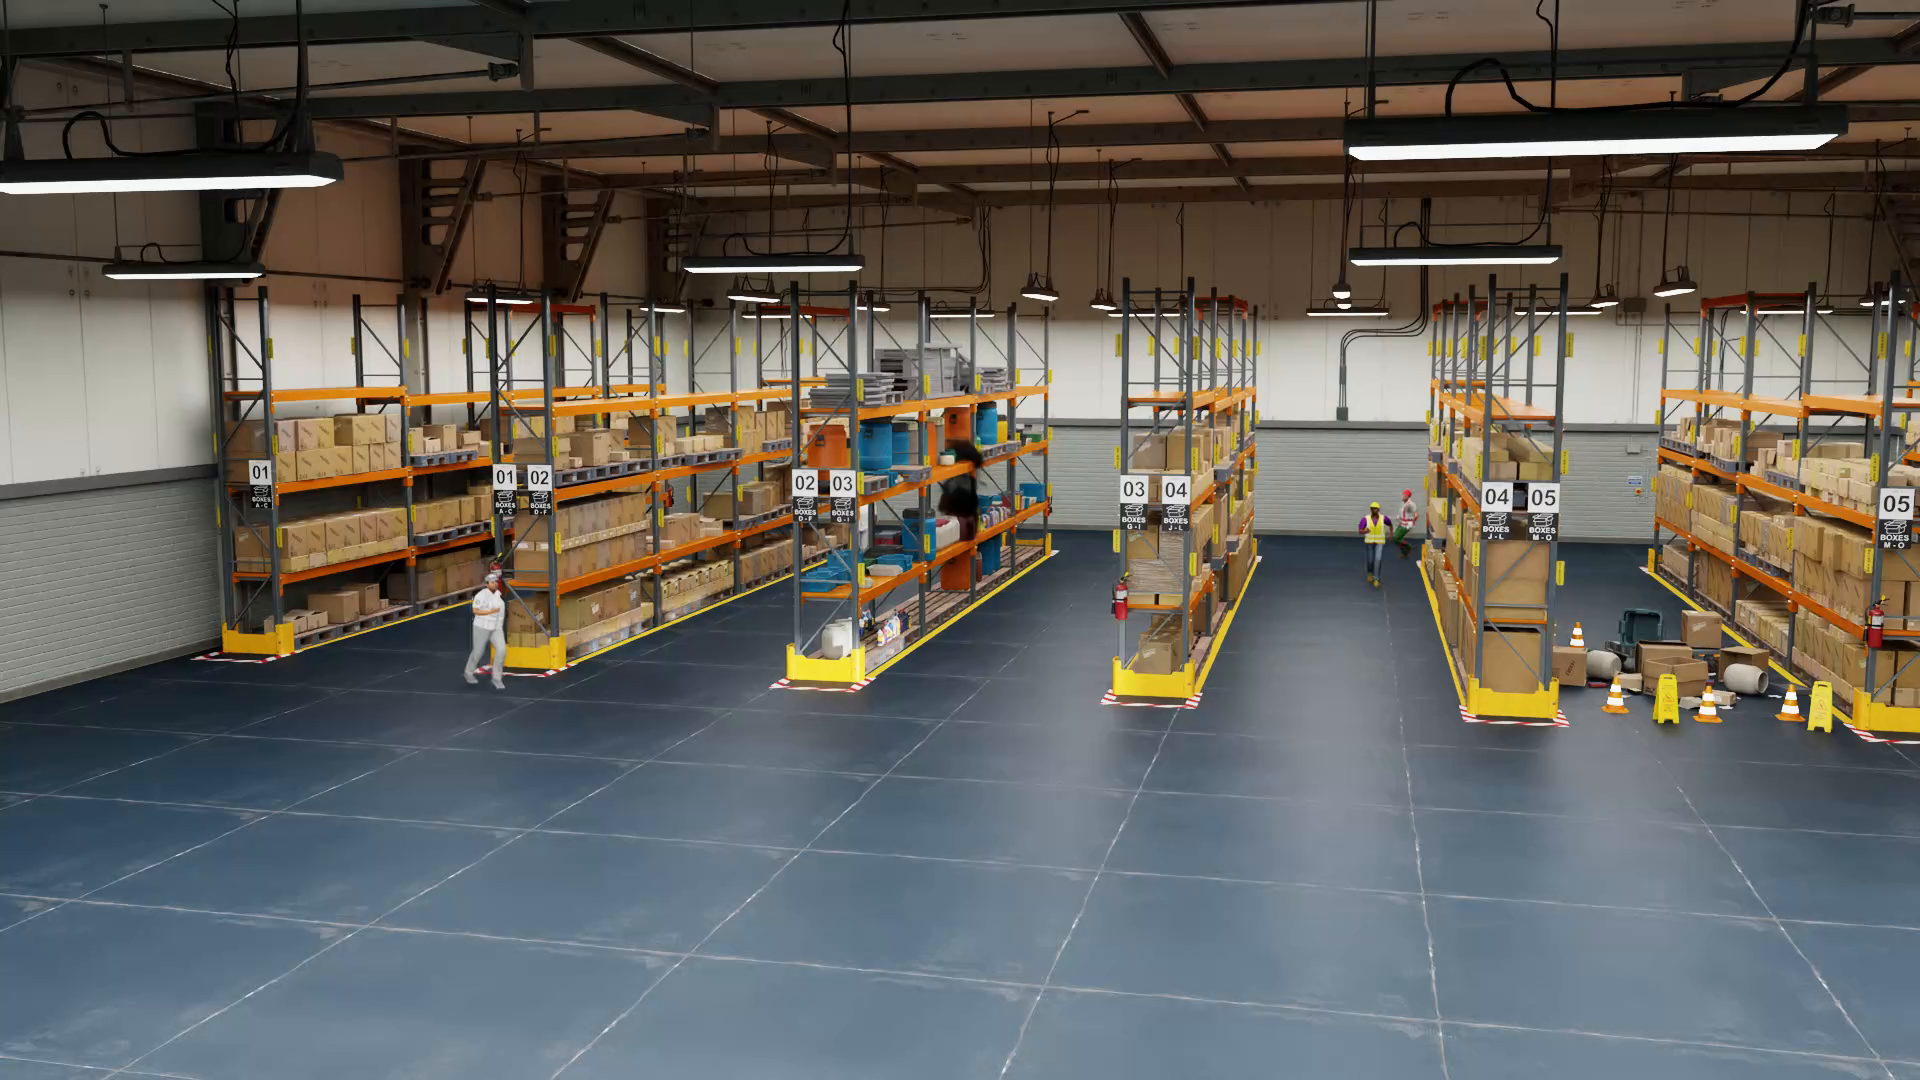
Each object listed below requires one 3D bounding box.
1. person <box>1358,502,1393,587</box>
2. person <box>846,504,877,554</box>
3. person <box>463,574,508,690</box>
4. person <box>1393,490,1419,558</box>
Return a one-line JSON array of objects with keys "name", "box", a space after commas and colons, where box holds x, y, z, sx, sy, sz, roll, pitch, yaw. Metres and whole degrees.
[{"name": "person", "box": [8.757, 0.071, 35.110, 0.708, 1.732, 1.042, 2, 7, 17]}, {"name": "person", "box": [-2.120, -0.228, 35.660, 0.704, 1.715, 0.588, 0, 7, -1]}, {"name": "person", "box": [-7.016, 1.356, 24.706, 0.754, 1.726, 0.589, 5, 8, 38]}, {"name": "person", "box": [10.574, -0.359, 39.536, 0.545, 1.680, 0.768, 0, 7, -4]}]
